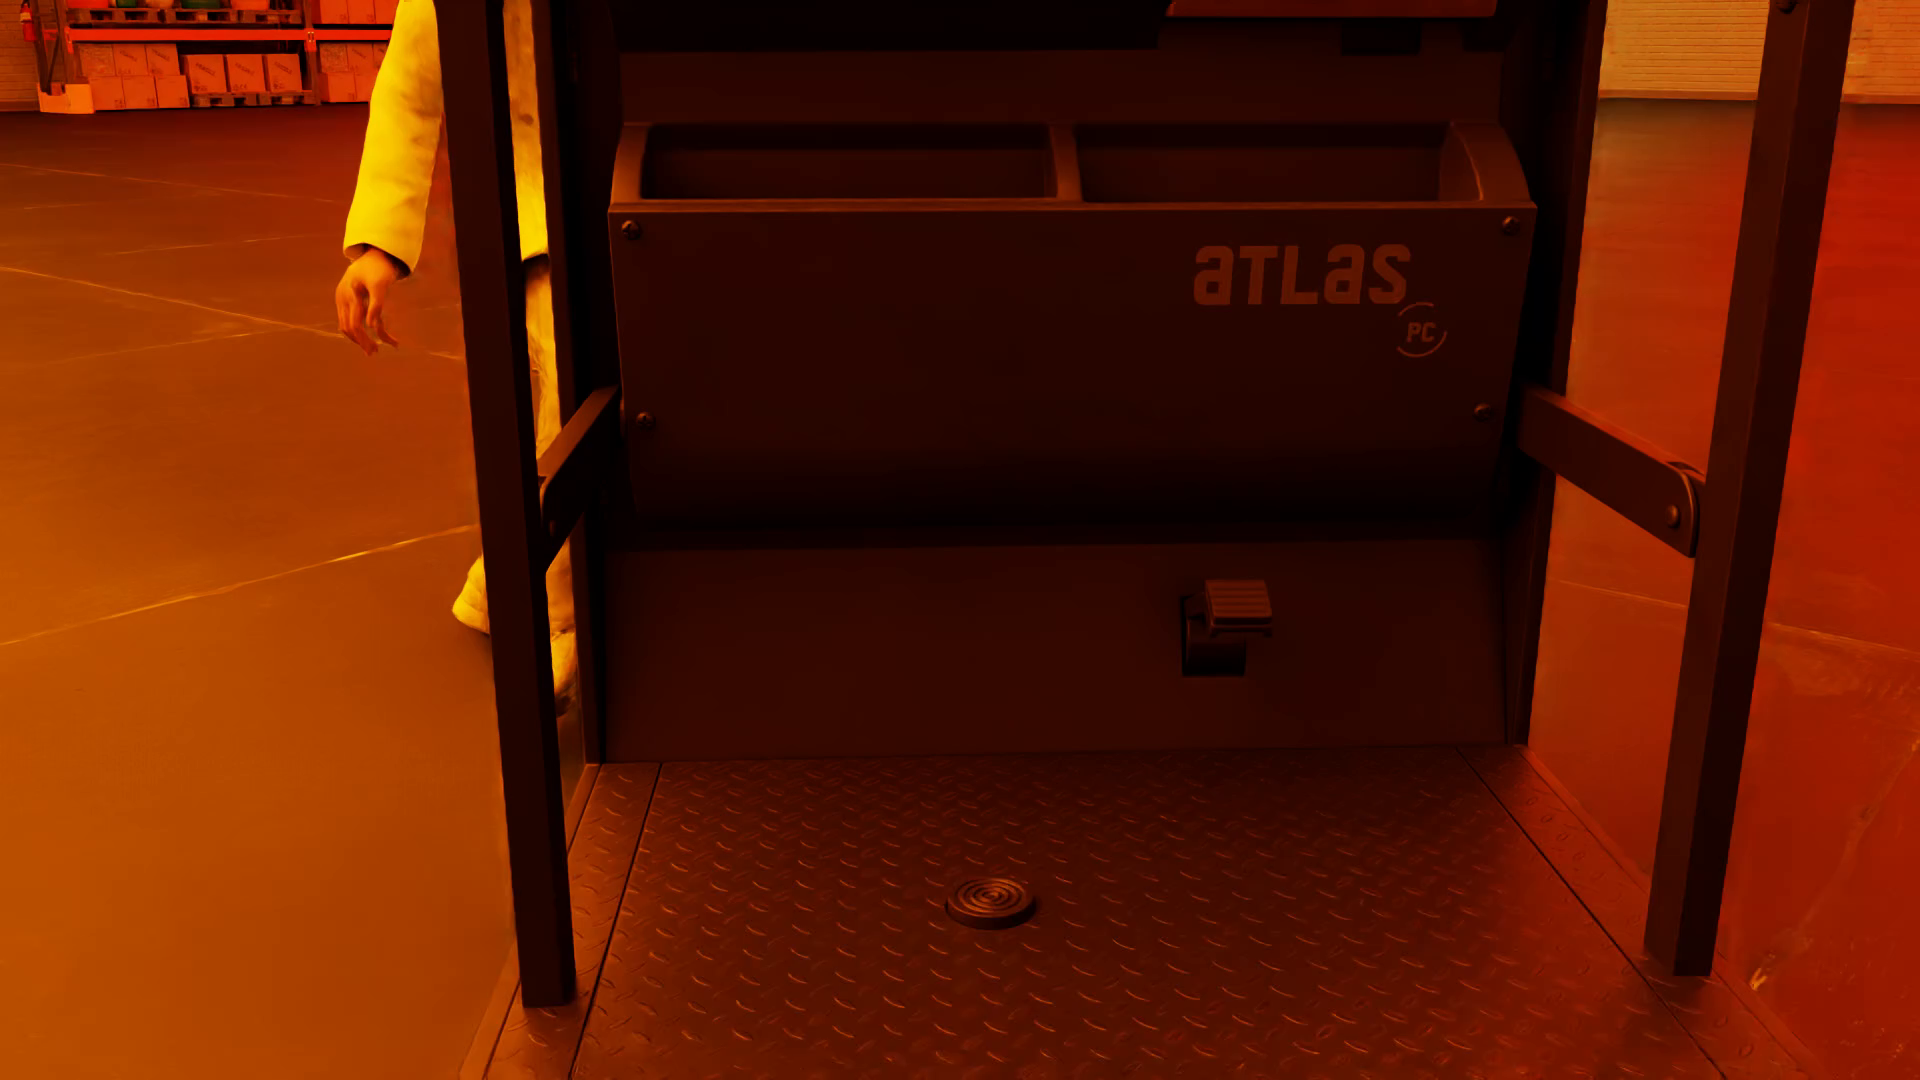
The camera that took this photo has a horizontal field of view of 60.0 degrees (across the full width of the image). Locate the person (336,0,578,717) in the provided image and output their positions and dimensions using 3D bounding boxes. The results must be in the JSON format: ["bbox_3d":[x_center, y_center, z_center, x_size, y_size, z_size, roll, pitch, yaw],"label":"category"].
[{"bbox_3d":[-0.665,-0.542,3.133,0.624,1.643,1.232,8,19,24],"label":"person"}]

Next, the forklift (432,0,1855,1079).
[{"bbox_3d":[0.127,-0.755,1.383,1.130,2.935,3.031,-1,17,-3],"label":"forklift"}]
